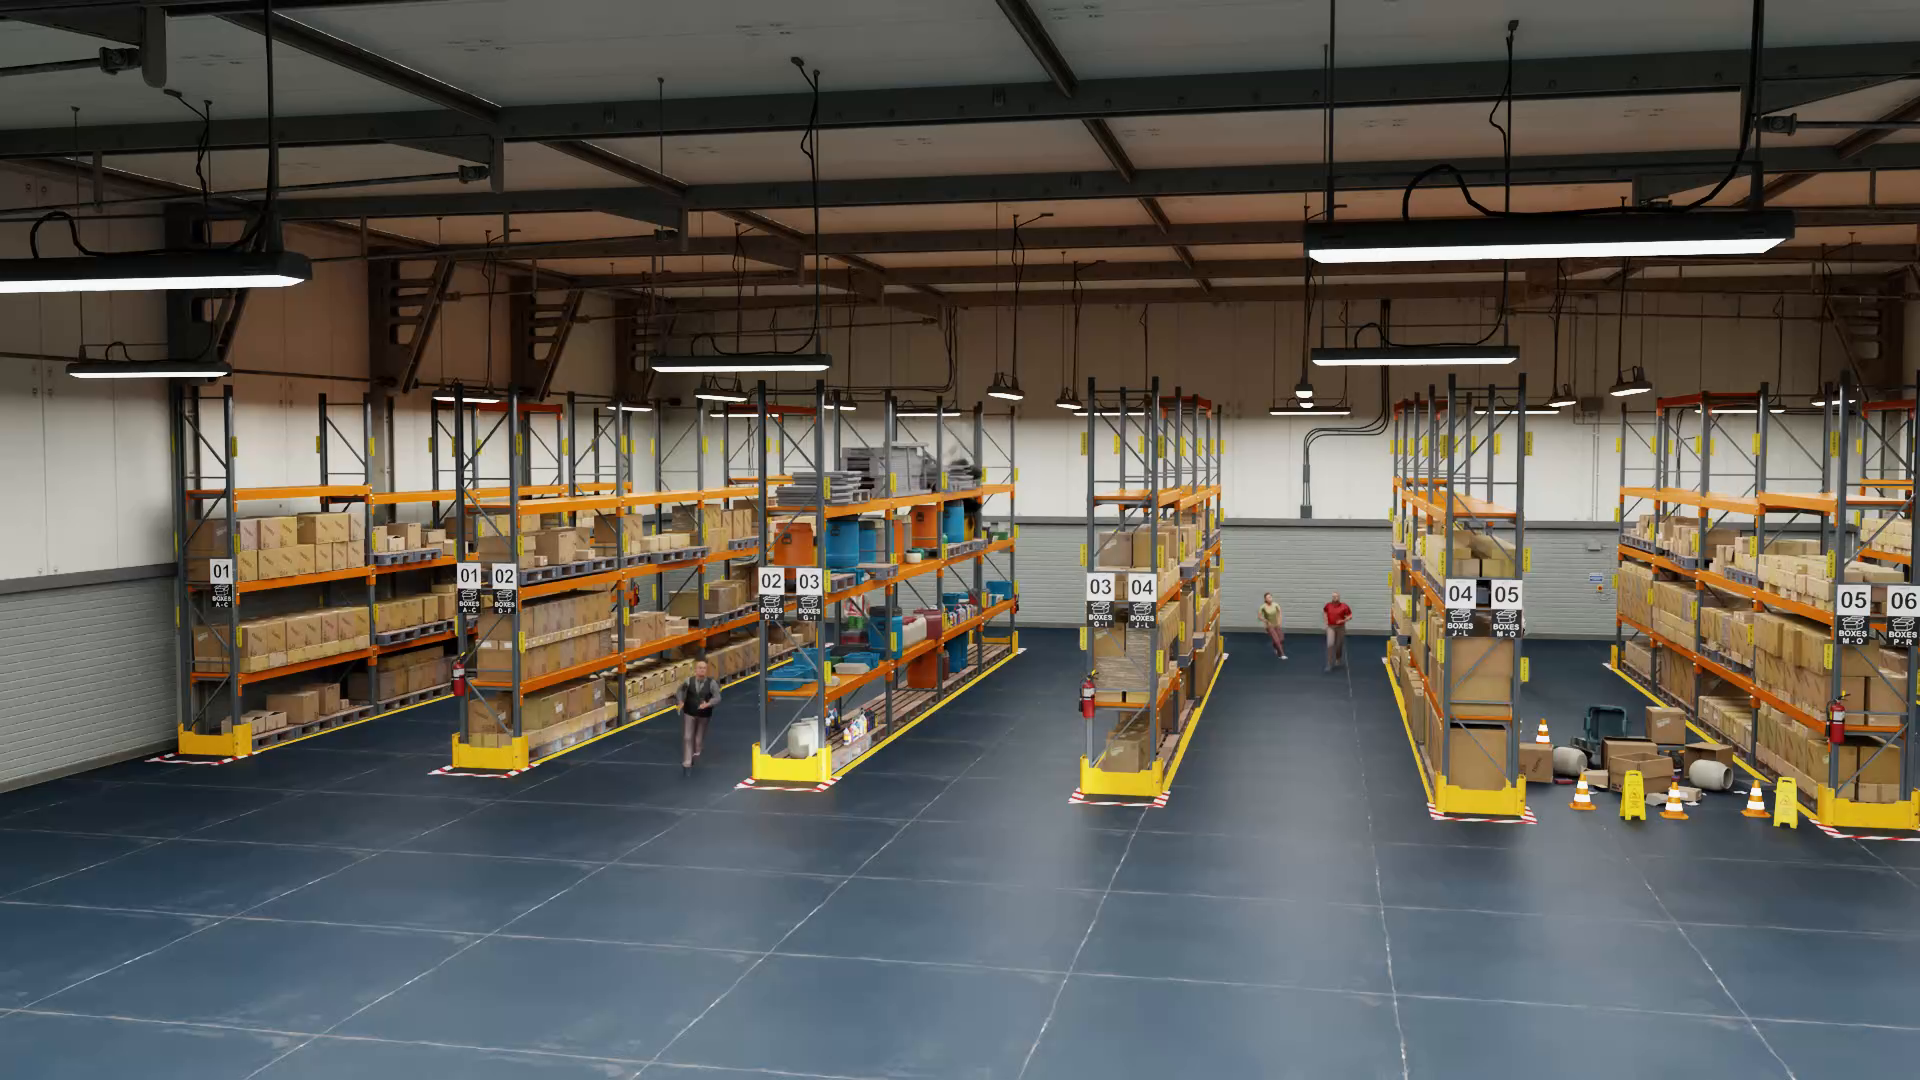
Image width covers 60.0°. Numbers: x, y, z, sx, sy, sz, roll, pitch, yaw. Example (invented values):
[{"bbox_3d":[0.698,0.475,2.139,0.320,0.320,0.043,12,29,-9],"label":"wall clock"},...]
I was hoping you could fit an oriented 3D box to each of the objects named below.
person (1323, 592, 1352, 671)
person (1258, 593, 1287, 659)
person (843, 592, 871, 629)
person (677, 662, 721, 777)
[{"bbox_3d":[8.493,2.059,37.430,0.663,1.783,0.820,1,3,19],"label":"person"},{"bbox_3d":[7.339,2.018,39.260,0.658,1.568,0.576,-1,3,-11],"label":"person"},{"bbox_3d":[-2.436,1.812,39.302,0.656,1.728,0.550,0,3,-5],"label":"person"},{"bbox_3d":[-4.022,2.731,25.621,0.685,1.735,0.885,0,3,-7],"label":"person"}]
